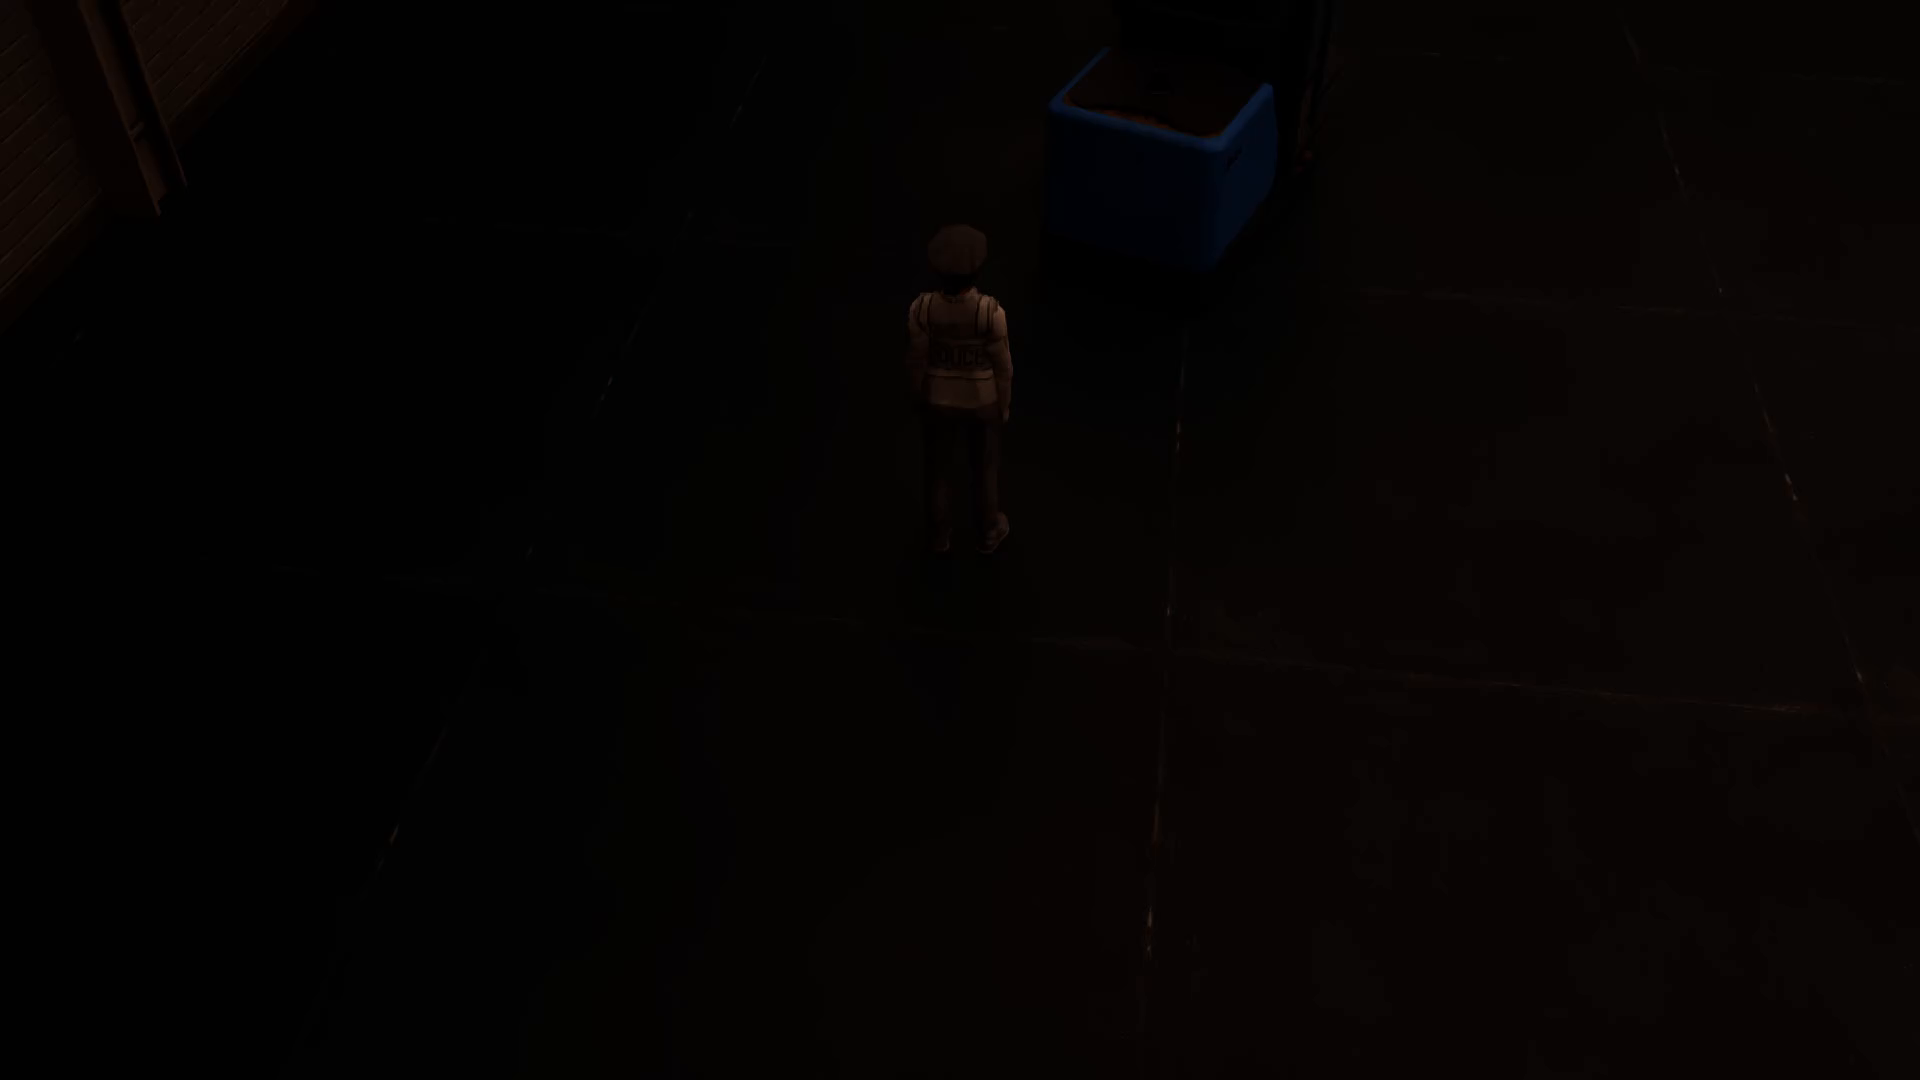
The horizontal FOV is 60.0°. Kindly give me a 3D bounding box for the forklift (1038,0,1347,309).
[{"bbox_3d":[1.579,-3.344,9.365,1.130,2.935,3.031,19,46,20],"label":"forklift"}]

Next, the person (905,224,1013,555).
[{"bbox_3d":[0.001,-0.631,7.332,0.463,1.692,0.337,5,43,6],"label":"person"}]
